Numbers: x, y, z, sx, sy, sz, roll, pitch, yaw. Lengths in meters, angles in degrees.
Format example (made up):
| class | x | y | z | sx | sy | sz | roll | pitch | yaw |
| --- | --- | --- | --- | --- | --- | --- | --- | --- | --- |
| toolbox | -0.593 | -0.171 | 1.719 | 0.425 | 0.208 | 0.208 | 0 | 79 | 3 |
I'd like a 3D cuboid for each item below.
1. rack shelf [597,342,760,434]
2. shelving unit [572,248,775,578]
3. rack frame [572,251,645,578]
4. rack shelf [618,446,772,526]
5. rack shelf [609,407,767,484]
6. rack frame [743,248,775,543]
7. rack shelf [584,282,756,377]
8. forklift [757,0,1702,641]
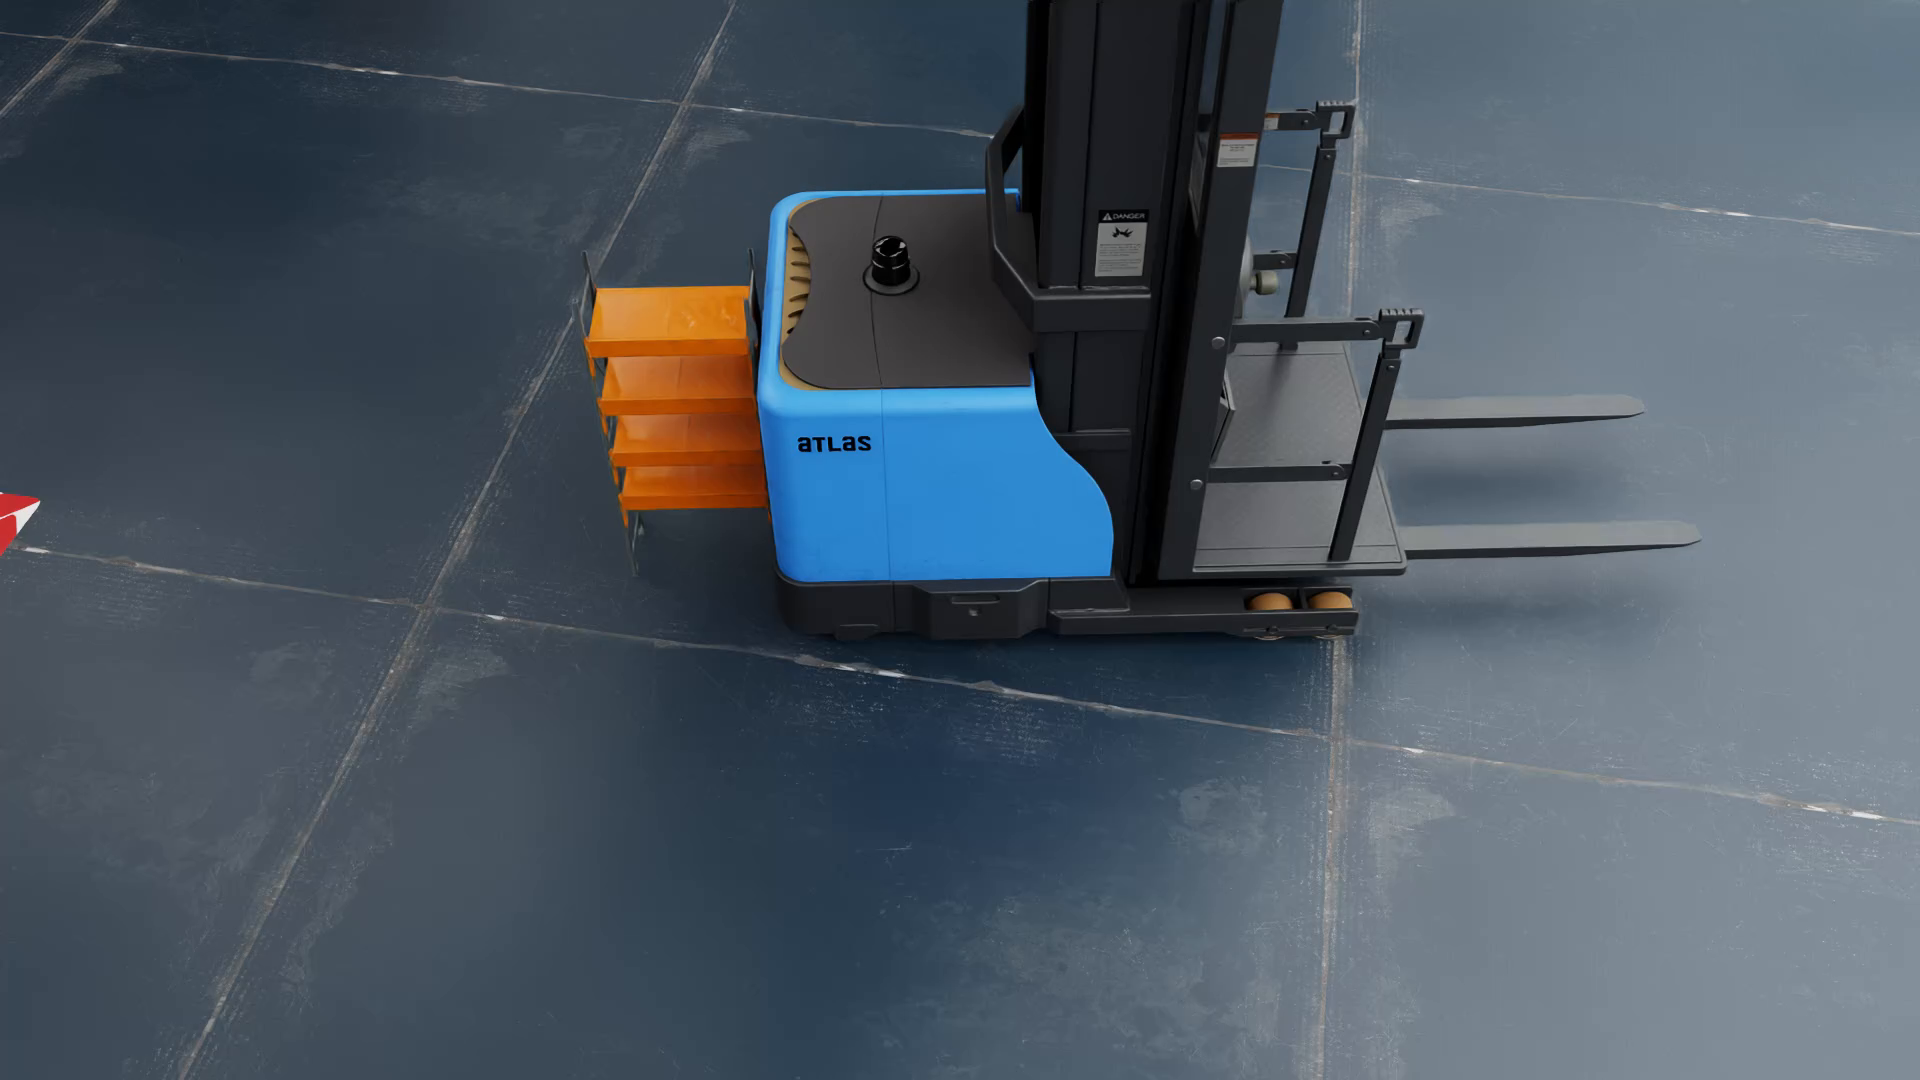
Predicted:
| class | x | y | z | sx | sy | sz | roll | pitch | yaw |
| --- | --- | --- | --- | --- | --- | --- | --- | --- | --- |
| rack shelf | -0.860 | -0.473 | 5.158 | 0.480 | 0.148 | 0.258 | -1 | 48 | -1 |
| shelving unit | -0.860 | -0.368 | 5.274 | 0.503 | 1.200 | 0.258 | -1 | 48 | -1 |
| rack frame | -1.104 | -0.363 | 5.270 | 0.015 | 1.200 | 0.240 | -1 | 48 | -1 |
| rack shelf | -0.860 | -0.191 | 5.472 | 0.480 | 0.148 | 0.258 | -1 | 48 | -1 |
| rack shelf | -0.860 | -0.323 | 5.324 | 0.480 | 0.148 | 0.258 | -1 | 48 | -1 |
| rack frame | -0.616 | -0.373 | 5.279 | 0.015 | 1.200 | 0.240 | -1 | 48 | -1 |
| rack shelf | -0.860 | -0.631 | 4.982 | 0.480 | 0.148 | 0.258 | -1 | 48 | -1 |
| forklift | 0.911 | -1.047 | 4.721 | 3.031 | 2.935 | 1.130 | -1 | 48 | -1 |
